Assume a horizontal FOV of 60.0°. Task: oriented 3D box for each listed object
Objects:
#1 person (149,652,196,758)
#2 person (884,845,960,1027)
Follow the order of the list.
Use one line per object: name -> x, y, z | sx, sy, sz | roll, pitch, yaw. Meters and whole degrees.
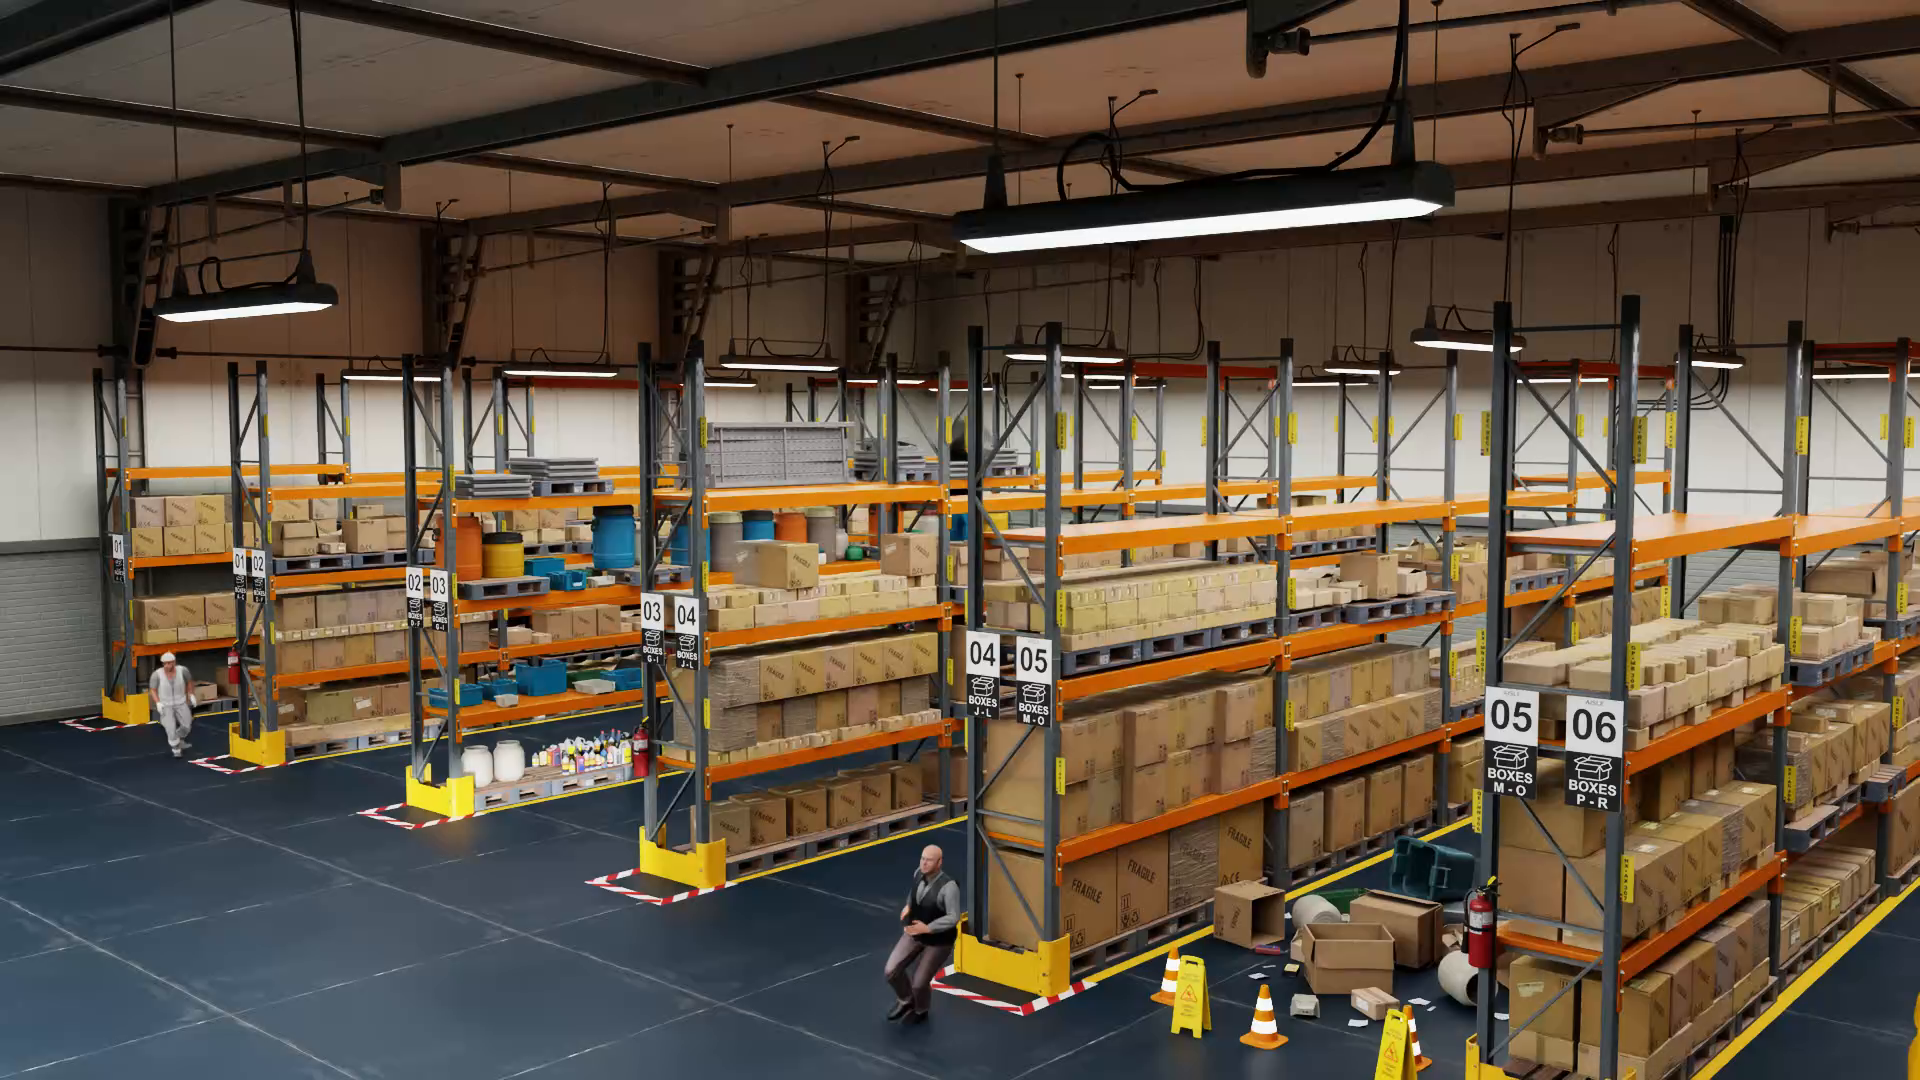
person -> -11.909, 2.485, 25.153 | 0.671, 1.668, 0.849 | -3, 5, -38
person -> -0.314, 3.340, 13.925 | 0.809, 1.633, 0.695 | 3, 5, 31
